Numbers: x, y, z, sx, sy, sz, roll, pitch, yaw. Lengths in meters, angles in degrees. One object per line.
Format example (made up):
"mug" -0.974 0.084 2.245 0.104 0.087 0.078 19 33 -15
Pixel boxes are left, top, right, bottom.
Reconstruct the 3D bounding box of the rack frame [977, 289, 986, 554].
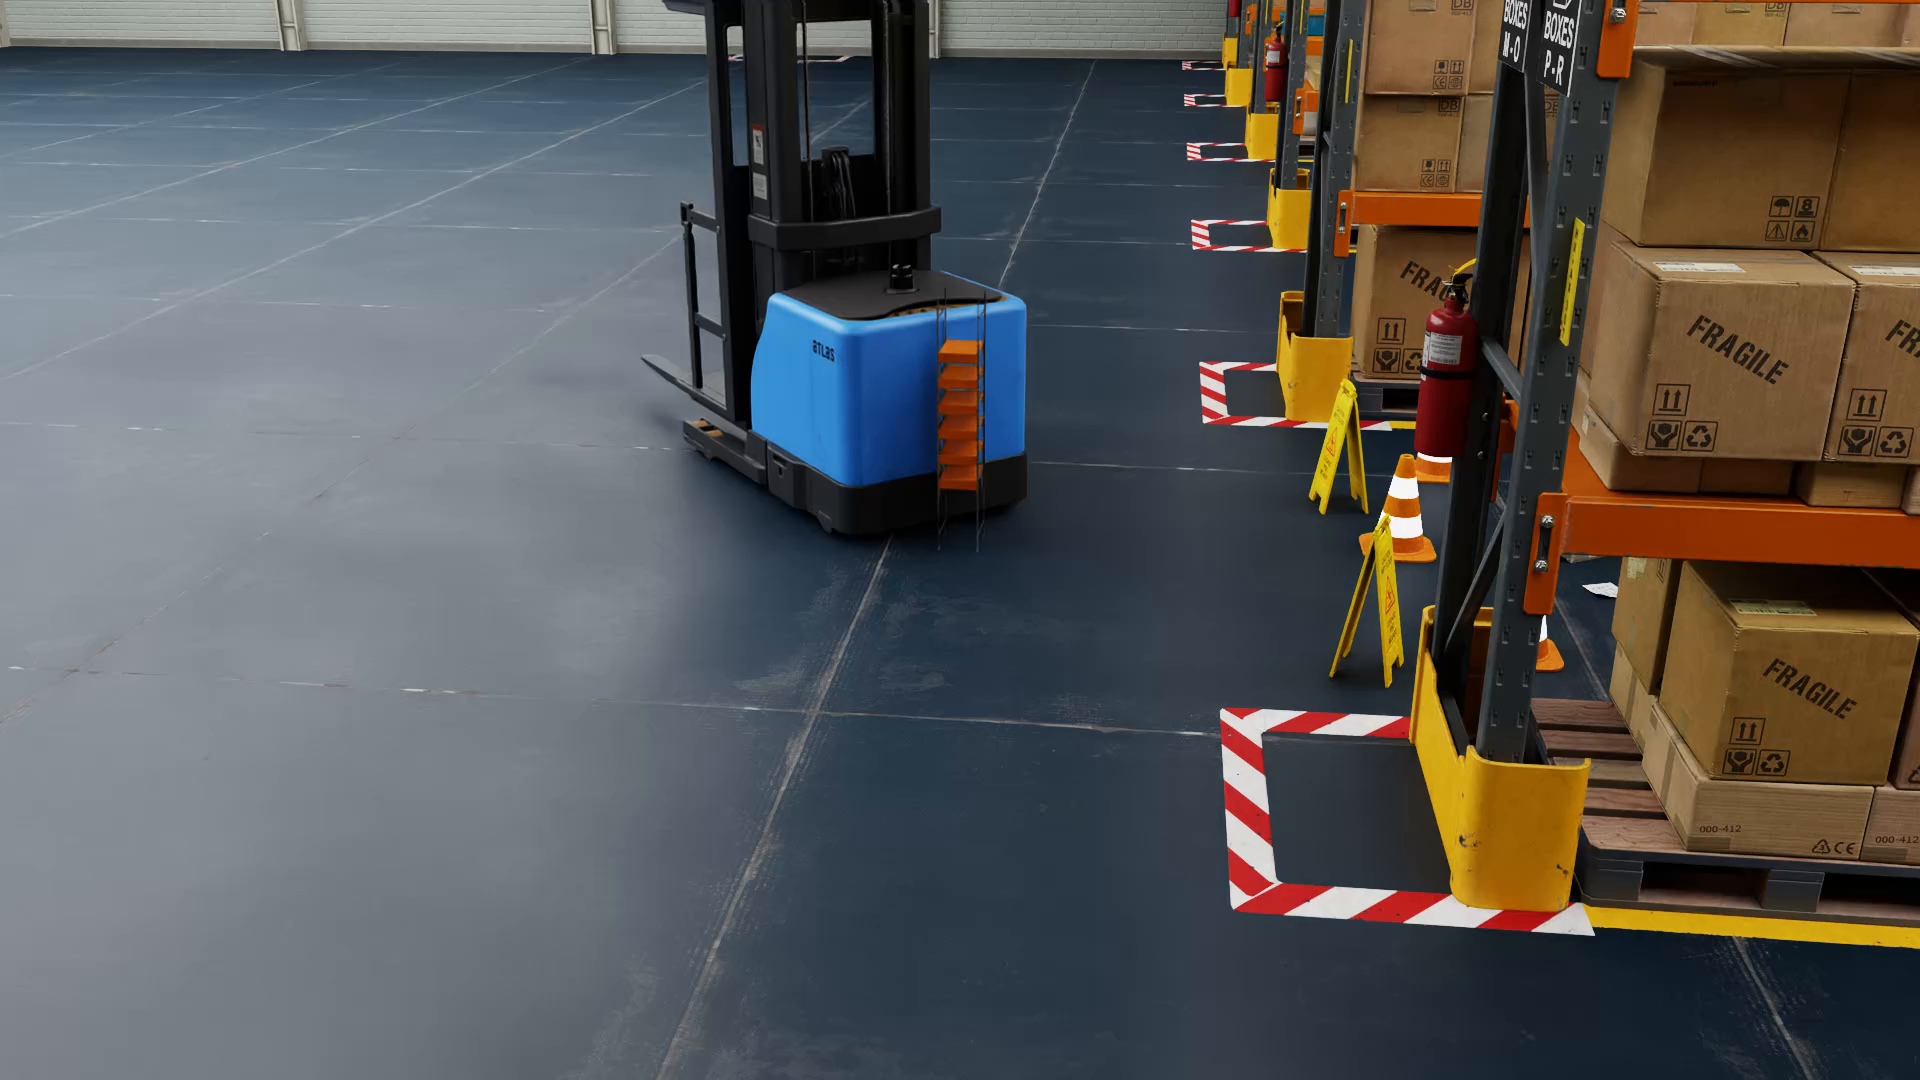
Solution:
"rack frame" 0.098 -0.537 7.666 0.006 1.200 0.240 3 22 8

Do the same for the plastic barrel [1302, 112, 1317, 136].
"plastic barrel" 4.098 -4.944 19.179 0.421 0.512 0.421 0 22 0

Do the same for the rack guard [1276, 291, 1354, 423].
"rack guard" 2.145 -1.130 10.119 0.348 0.500 1.175 2 22 6

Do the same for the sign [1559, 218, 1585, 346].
"sign" 1.623 -0.684 4.414 0.005 0.325 0.100 2 22 6

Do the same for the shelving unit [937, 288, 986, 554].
"shelving unit" 0.008 -0.542 7.679 0.189 1.200 0.258 3 22 8

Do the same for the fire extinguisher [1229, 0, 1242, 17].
"fire extinguisher" 3.959 -7.854 23.830 0.183 0.674 0.296 2 22 6

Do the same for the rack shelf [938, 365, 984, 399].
"rack shelf" 0.008 -0.724 7.607 0.180 0.103 0.258 3 22 8

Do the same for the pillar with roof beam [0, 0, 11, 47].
"pillar with roof beam" -18.942 -12.066 26.219 0.400 9.000 9.100 2 22 6

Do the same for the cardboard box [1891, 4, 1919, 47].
"cardboard box" 5.218 -2.700 9.017 0.550 0.550 0.875 2 22 6

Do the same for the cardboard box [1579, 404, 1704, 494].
"cardboard box" 1.999 -0.273 4.892 0.250 0.149 0.380 3 22 7

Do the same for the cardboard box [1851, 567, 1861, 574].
"cardboard box" 3.031 0.216 5.464 0.500 0.500 0.500 3 22 8

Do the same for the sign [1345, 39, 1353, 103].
"sign" 2.097 -2.529 8.971 0.005 0.325 0.100 2 22 6

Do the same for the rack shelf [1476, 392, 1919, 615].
"rack shelf" 3.672 -0.059 4.987 4.000 0.370 1.077 2 22 6

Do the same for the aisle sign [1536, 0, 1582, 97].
"aisle sign" 1.588 -1.578 4.316 0.004 0.787 0.394 2 22 6

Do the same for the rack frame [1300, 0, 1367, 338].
"rack frame" 2.168 -2.292 9.656 0.127 3.000 1.000 2 22 6

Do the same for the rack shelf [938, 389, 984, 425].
"rack shelf" 0.008 -0.612 7.651 0.180 0.103 0.258 3 22 8

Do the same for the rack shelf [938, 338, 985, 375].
"rack shelf" 0.008 -0.836 7.563 0.180 0.103 0.258 3 22 8

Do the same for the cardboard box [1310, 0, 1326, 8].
"cardboard box" 5.006 -7.715 23.240 0.500 0.500 0.700 3 22 8

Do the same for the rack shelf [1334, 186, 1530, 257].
"rack shelf" 4.155 -1.871 9.570 4.000 0.370 1.077 2 22 6

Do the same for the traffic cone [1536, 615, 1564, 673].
"traffic cone" 2.265 0.247 6.685 0.334 0.463 0.336 2 22 6

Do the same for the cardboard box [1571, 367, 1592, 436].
"cardboard box" 2.083 -0.425 5.277 0.250 0.149 0.380 3 22 8

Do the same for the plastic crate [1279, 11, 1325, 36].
"plastic crate" 3.968 -5.925 19.049 0.616 0.251 0.499 2 22 6

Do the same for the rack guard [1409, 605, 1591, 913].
"rack guard" 1.762 0.686 5.525 0.348 0.500 1.175 2 22 6

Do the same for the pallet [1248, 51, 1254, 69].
"pallet" 5.479 -8.175 28.332 1.213 0.211 1.003 2 22 6

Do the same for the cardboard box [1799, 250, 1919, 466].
"cardboard box" 2.639 -0.522 4.639 0.500 0.500 0.500 3 22 8

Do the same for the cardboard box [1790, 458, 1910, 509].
"cardboard box" 2.506 -0.226 4.773 0.250 0.149 0.380 2 22 5

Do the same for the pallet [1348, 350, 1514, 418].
"pallet" 2.972 -0.989 10.154 1.213 0.211 1.003 2 22 6

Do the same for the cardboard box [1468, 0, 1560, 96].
"cardboard box" 3.089 -2.843 9.379 0.550 0.550 0.875 2 22 6

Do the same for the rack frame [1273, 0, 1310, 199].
"rack frame" 2.853 -4.098 14.226 0.127 3.000 1.000 2 22 6

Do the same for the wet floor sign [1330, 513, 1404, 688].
"wet floor sign" 1.624 0.216 6.516 0.232 0.644 0.267 11 24 25

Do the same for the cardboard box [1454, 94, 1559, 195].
"cardboard box" 3.091 -2.346 9.590 0.550 0.550 0.875 2 22 6

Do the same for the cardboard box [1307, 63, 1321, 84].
"cardboard box" 3.160 -4.044 14.431 0.250 0.149 0.380 2 22 6

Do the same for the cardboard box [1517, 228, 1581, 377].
"cardboard box" 3.724 -1.456 9.862 0.875 0.875 0.875 2 22 5

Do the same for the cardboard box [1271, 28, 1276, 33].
"cardboard box" 4.590 -7.066 23.880 0.500 0.500 0.500 2 22 6

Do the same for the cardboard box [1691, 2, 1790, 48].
"cardboard box" 4.171 -2.794 9.254 0.500 0.550 0.875 2 22 6

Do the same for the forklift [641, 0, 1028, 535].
"forklift" -0.871 -1.877 8.701 1.130 2.935 3.031 -13 25 -29

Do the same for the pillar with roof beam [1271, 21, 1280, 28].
"pillar with roof beam" 4.892 -11.027 23.593 0.400 9.000 9.100 2 22 6

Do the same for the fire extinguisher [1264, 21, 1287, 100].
"fire extinguisher" 2.793 -4.235 14.678 0.183 0.674 0.296 2 22 6

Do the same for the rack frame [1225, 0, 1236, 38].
"rack frame" 4.601 -9.524 27.949 0.127 3.000 1.000 2 22 6

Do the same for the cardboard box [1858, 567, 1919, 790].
"cardboard box" 2.998 0.412 4.965 0.500 0.500 0.500 2 22 4

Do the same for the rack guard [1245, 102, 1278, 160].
"rack guard" 3.516 -4.758 19.295 0.348 0.500 1.175 2 22 6

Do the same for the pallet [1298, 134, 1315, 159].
"pallet" 4.323 -4.586 19.254 1.213 0.211 1.003 2 22 6

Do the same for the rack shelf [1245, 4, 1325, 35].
"rack shelf" 6.008 -7.294 23.287 4.000 0.370 1.077 2 22 6

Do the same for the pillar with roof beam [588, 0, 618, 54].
"pillar with roof beam" -7.025 -11.546 24.906 0.400 9.000 9.100 2 22 6

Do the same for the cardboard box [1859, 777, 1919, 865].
"cardboard box" 2.961 0.764 5.096 0.500 0.250 0.500 3 22 8

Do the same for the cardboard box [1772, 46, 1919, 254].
"cardboard box" 2.721 -1.163 4.900 0.500 0.500 0.700 3 22 7
